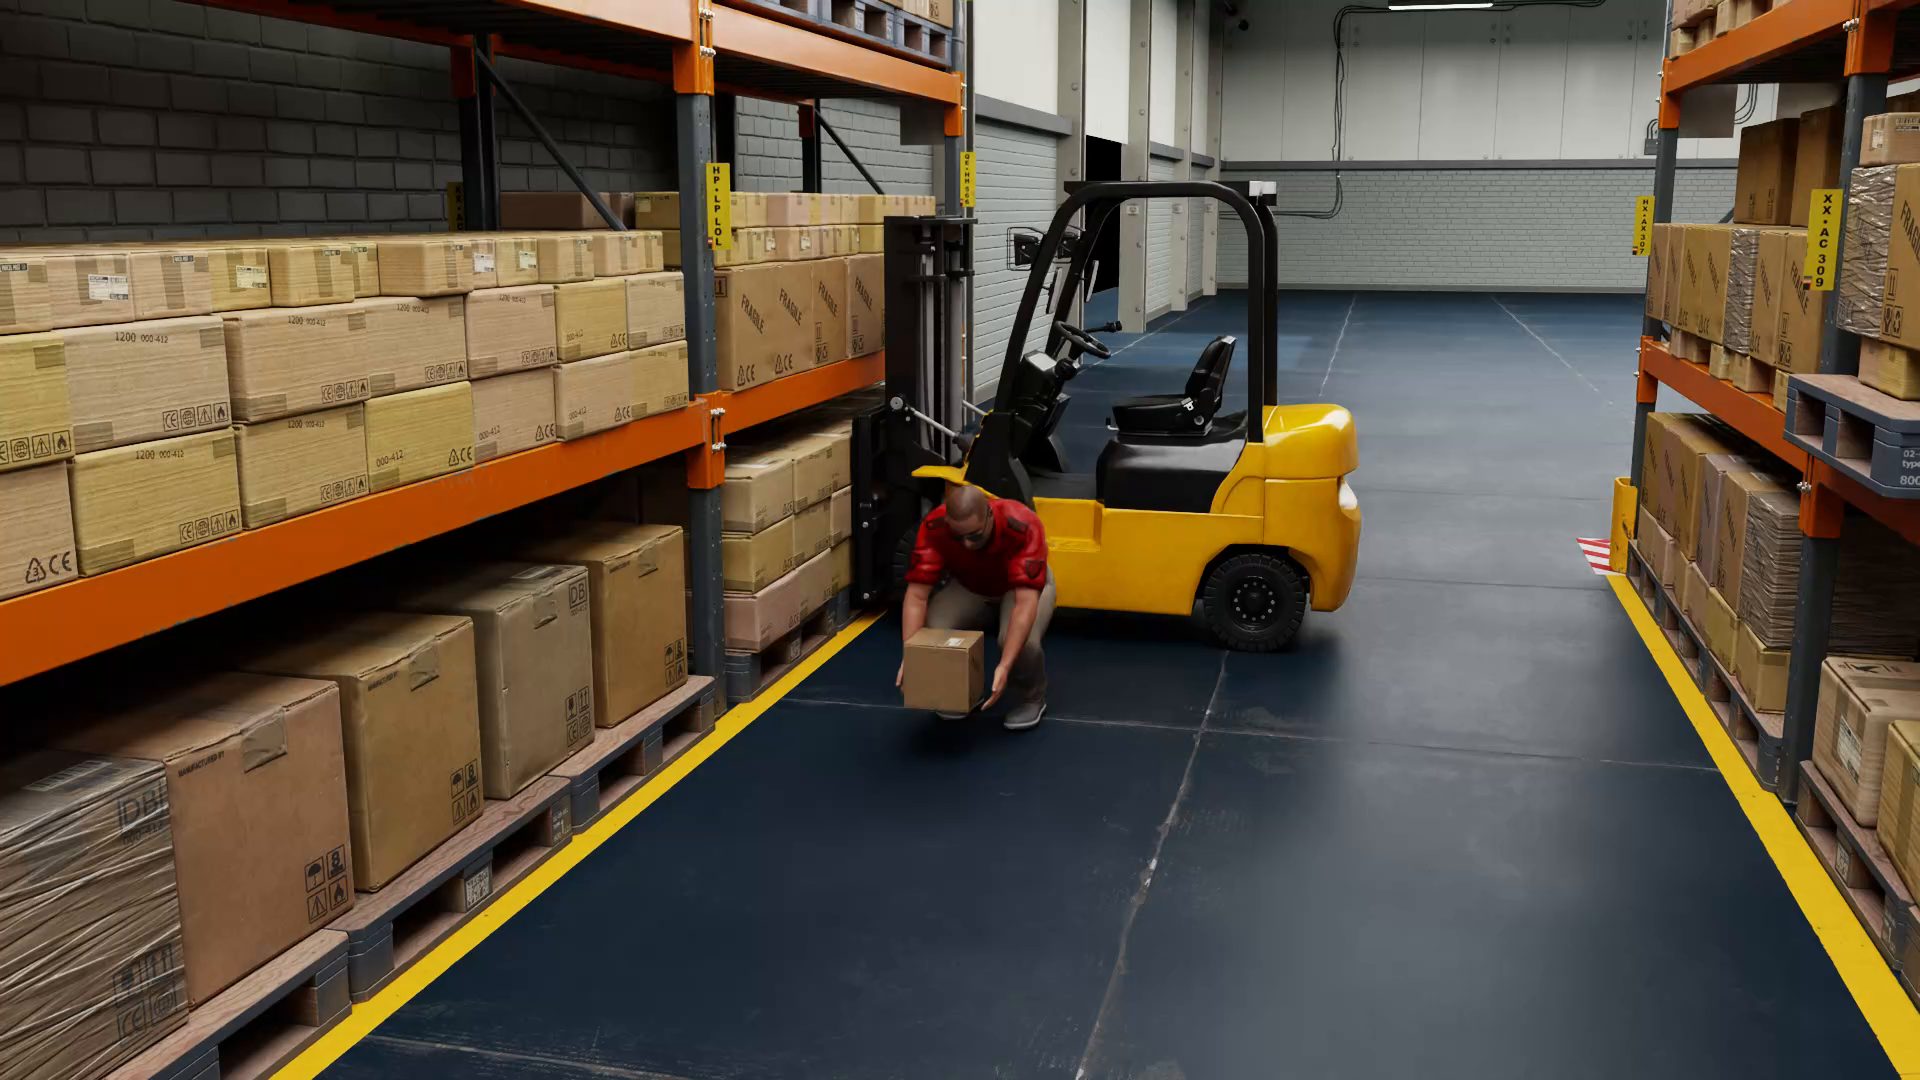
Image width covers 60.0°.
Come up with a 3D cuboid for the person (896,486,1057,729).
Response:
[{"bbox_3d":[0.113,0.245,6.559,0.570,1.028,0.877,5,12,23],"label":"person"}]
